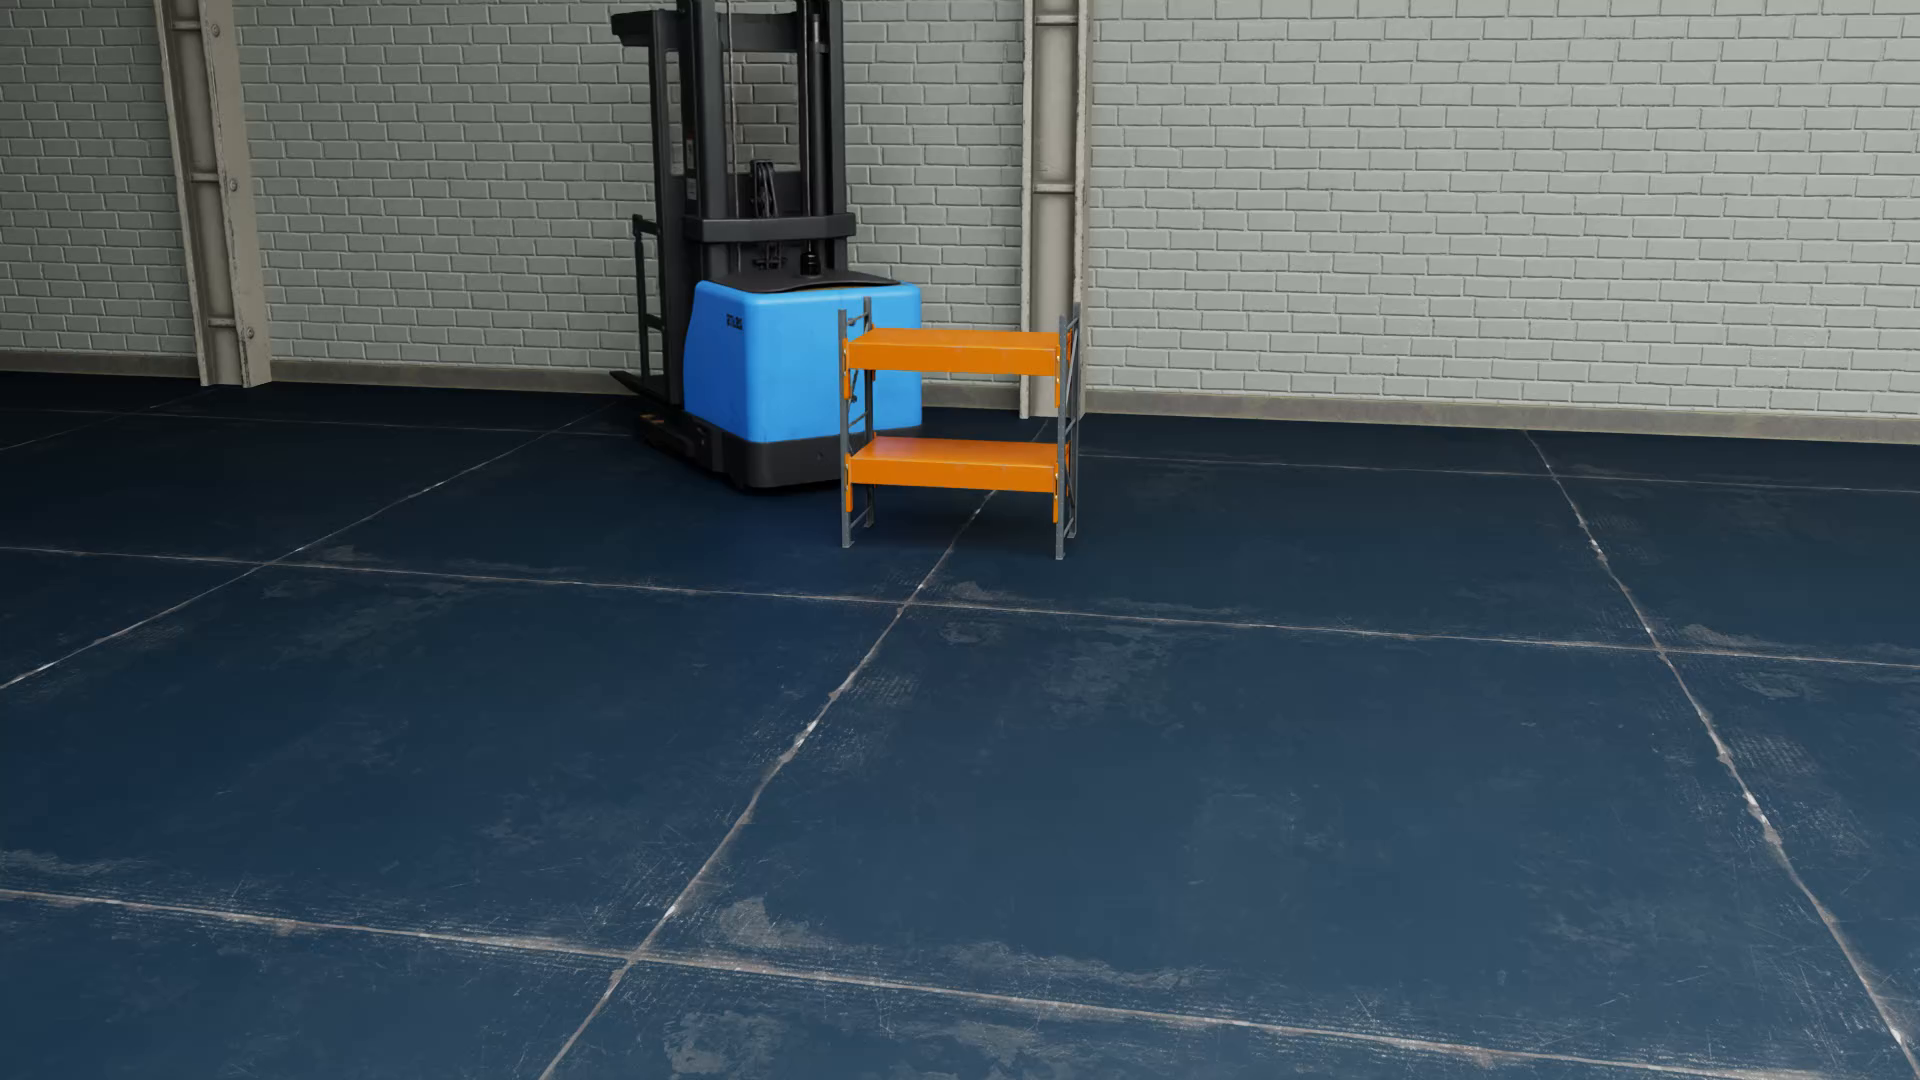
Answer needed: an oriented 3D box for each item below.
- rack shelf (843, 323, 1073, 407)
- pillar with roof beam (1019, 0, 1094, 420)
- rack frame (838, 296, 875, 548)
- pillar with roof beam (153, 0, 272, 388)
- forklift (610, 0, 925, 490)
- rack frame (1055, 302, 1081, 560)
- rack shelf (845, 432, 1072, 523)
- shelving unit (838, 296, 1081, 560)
[{"bbox_3d":[0.007,-0.824,7.762,1.000,0.278,0.538,3,16,11],"label":"rack shelf"},{"bbox_3d":[-0.247,-4.037,5.708,0.400,9.000,9.100,3,16,11],"label":"pillar with roof beam"},{"bbox_3d":[-0.492,-0.569,7.938,0.032,1.125,0.500,3,16,11],"label":"rack frame"},{"bbox_3d":[-6.126,-4.356,6.860,0.400,9.000,9.100,3,16,11],"label":"pillar with roof beam"},{"bbox_3d":[-1.346,-2.026,9.816,1.130,2.935,3.031,-8,18,-28],"label":"forklift"},{"bbox_3d":[0.505,-0.515,7.743,0.032,1.125,0.500,3,16,11],"label":"rack frame"},{"bbox_3d":[0.007,-0.306,7.906,1.000,0.278,0.538,3,16,11],"label":"rack shelf"},{"bbox_3d":[0.007,-0.542,7.841,1.048,1.125,0.538,3,16,11],"label":"shelving unit"}]
